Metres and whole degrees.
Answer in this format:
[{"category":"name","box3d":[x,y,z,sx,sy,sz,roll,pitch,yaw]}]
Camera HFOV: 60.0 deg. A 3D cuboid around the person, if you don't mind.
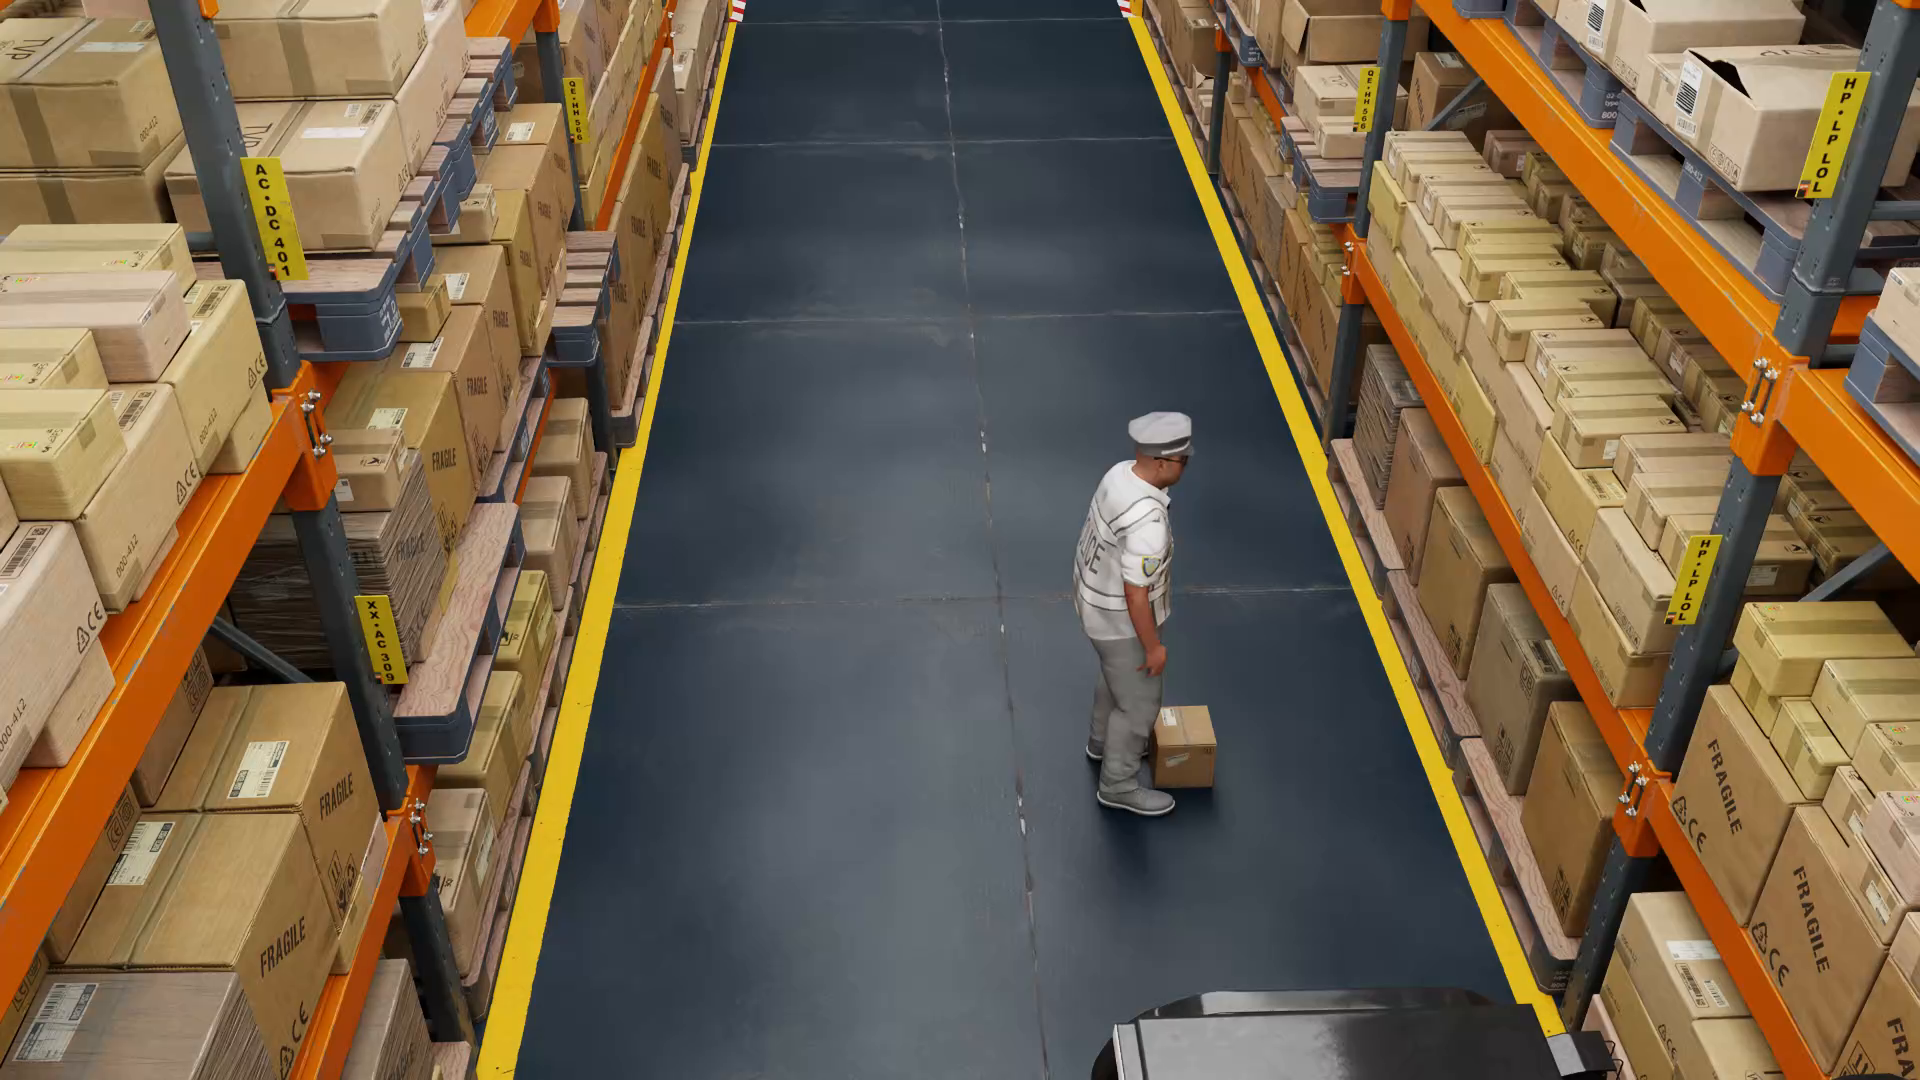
[{"category":"person","box3d":[0.678,0.293,6.720,0.438,1.747,0.584,-2,35,-3]}]
